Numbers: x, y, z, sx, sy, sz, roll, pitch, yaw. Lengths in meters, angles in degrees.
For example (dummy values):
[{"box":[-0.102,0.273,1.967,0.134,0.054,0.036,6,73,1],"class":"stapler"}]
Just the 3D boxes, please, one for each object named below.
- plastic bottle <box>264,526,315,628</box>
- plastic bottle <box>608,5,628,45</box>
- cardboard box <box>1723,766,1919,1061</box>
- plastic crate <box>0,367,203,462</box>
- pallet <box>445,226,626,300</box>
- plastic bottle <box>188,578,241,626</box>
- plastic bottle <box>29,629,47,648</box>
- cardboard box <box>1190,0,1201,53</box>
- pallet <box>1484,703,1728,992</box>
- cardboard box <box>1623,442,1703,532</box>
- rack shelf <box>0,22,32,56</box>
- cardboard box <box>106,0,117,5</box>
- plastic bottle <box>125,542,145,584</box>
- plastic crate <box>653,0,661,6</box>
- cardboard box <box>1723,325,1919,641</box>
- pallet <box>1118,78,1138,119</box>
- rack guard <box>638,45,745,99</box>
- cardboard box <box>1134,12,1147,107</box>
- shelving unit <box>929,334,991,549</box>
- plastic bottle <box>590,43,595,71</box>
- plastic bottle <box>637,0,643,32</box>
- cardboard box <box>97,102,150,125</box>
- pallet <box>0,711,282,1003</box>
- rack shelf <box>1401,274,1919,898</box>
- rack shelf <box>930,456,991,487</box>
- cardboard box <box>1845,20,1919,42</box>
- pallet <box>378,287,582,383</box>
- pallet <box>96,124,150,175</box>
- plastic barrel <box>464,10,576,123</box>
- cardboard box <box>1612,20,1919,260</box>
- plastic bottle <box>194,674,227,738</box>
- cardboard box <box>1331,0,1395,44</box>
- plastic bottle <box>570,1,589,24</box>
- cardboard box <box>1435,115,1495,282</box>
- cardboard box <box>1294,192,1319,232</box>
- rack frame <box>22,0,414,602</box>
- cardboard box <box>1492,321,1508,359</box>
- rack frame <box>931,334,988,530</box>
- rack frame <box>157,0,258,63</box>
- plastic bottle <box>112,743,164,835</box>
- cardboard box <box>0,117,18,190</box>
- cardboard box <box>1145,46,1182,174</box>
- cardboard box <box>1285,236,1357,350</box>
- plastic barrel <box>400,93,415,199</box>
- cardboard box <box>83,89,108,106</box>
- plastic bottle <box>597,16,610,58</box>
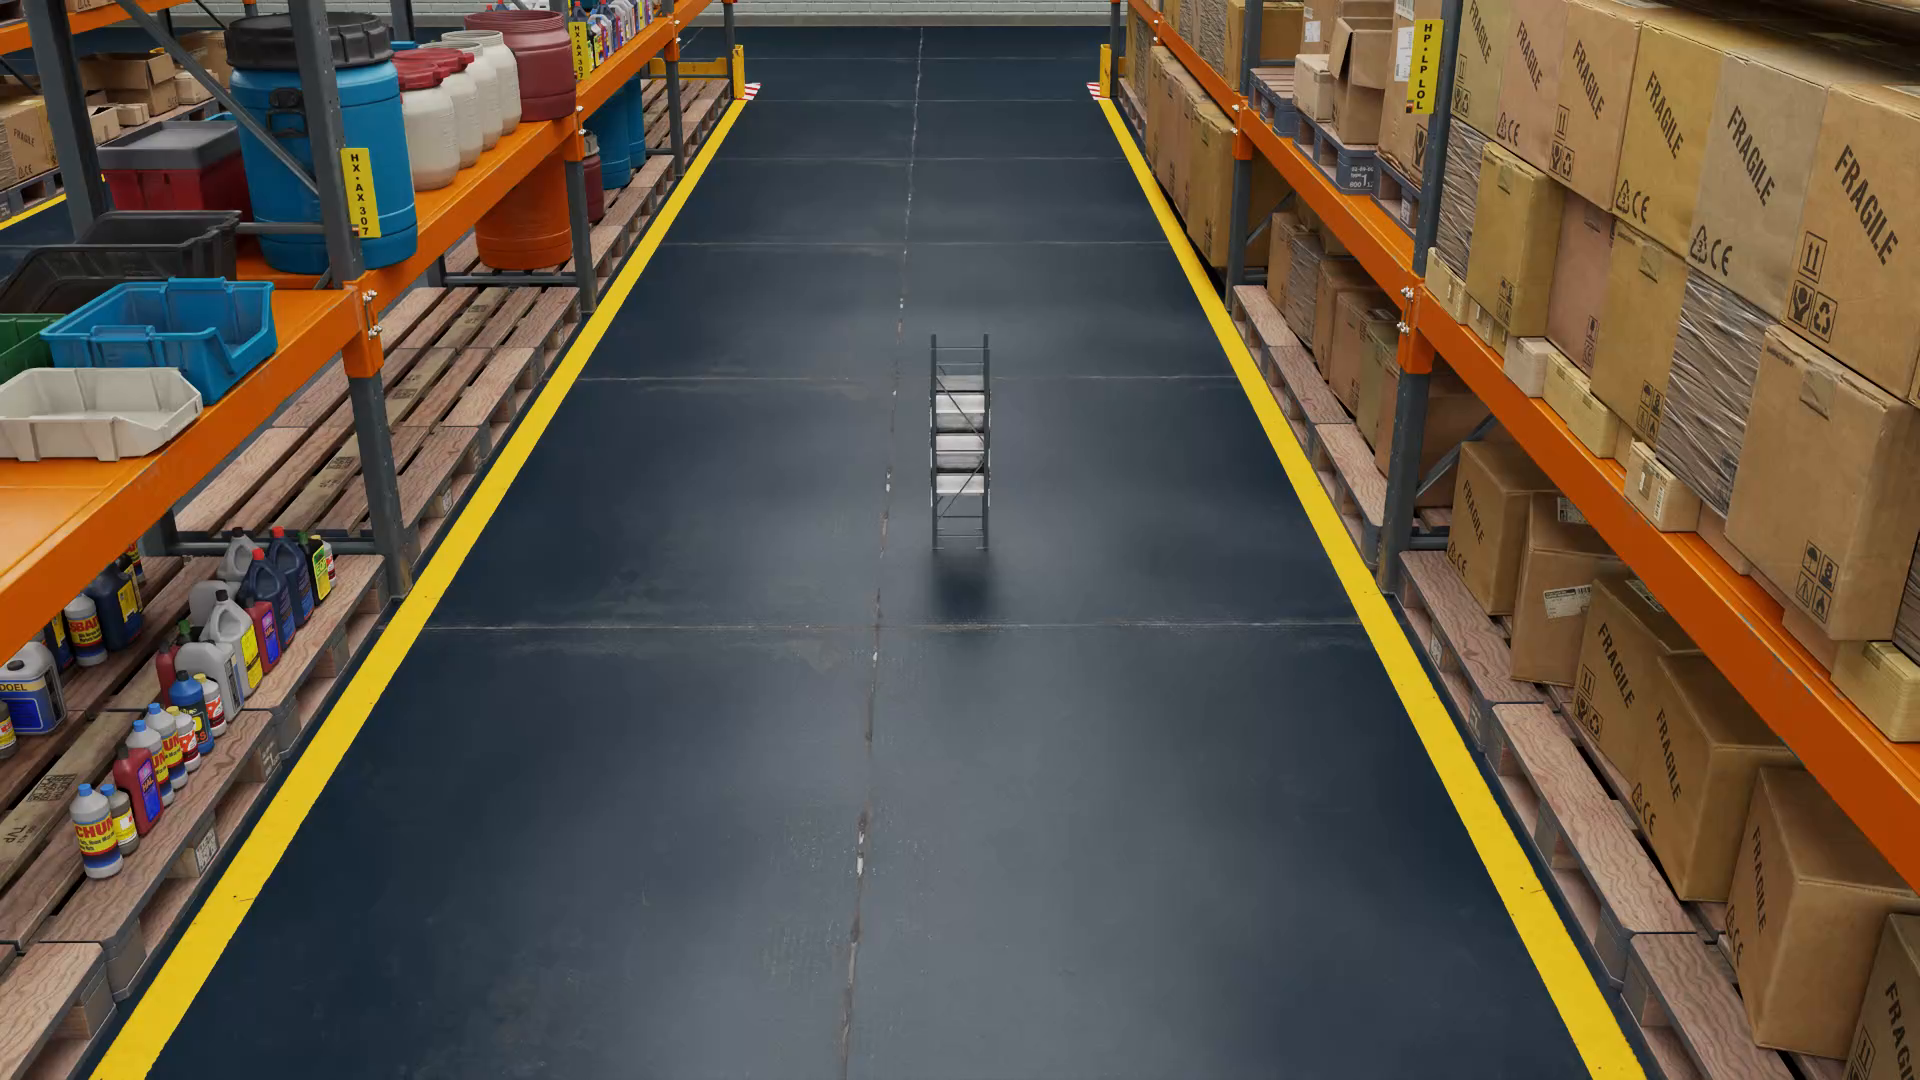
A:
[{"box":[-2.444,0.128,6.008,0.144,0.351,0.185,-1,24,-2],"class":"plastic bottle"},{"box":[-2.486,-3.713,11.969,0.152,0.276,0.135,0,24,-1],"class":"plastic bottle"},{"box":[2.226,0.927,4.084,0.500,0.500,0.500,6,25,13],"class":"cardboard box"},{"box":[-2.469,-0.355,4.714,0.530,0.136,0.437,0,24,-1],"class":"plastic crate"},{"box":[-2.834,-1.845,11.074,1.003,0.211,1.213,0,24,-1],"class":"pallet"},{"box":[-2.590,0.252,5.825,0.152,0.276,0.135,0,24,-1],"class":"plastic bottle"},{"box":[-3.105,0.372,5.563,0.097,0.271,0.097,0,24,0],"class":"plastic bottle"},{"box":[1.903,-3.690,11.648,0.500,0.500,0.500,0,24,0],"class":"cardboard box"},{"box":[2.272,0.886,5.035,1.003,0.211,1.213,0,24,-1],"class":"pallet"},{"box":[1.926,-0.137,4.217,0.380,0.149,0.250,0,24,-1],"class":"cardboard box"},{"box":[-7.758,-3.267,11.706,1.077,0.370,4.000,0,24,-1],"class":"rack shelf"},{"box":[-7.522,-4.886,14.293,0.500,0.500,0.500,0,24,0],"class":"cardboard box"},{"box":[-3.174,0.033,6.314,0.097,0.271,0.097,0,24,0],"class":"plastic bottle"},{"box":[-2.689,-4.539,13.893,0.396,0.136,0.243,0,24,-1],"class":"plastic crate"},{"box":[2.153,-0.130,3.416,0.875,0.500,0.500,0,24,-1],"class":"cardboard box"},{"box":[2.169,-4.510,16.966,1.003,0.211,1.213,0,24,-1],"class":"pallet"},{"box":[-2.884,-4.959,17.607,1.175,0.500,0.348,0,24,-1],"class":"rack guard"},{"box":[2.179,-4.695,16.059,0.875,0.875,0.875,0,24,-1],"class":"cardboard box"},{"box":[0.000,-0.413,7.072,0.258,0.900,0.210,0,24,-1],"class":"shelving unit"},{"box":[-2.445,-3.174,10.869,0.097,0.201,0.097,0,24,0],"class":"plastic bottle"},{"box":[-2.490,-4.040,12.602,0.144,0.351,0.185,0,24,-1],"class":"plastic bottle"},{"box":[-7.588,-3.859,15.046,0.380,0.166,0.250,0,24,-1],"class":"cardboard box"},{"box":[-2.758,0.909,4.985,1.003,0.211,1.213,0,24,-1],"class":"pallet"},{"box":[2.235,-0.013,4.512,1.077,0.370,4.000,0,24,-1],"class":"rack shelf"},{"box":[0.000,-0.301,7.123,0.258,0.077,0.200,0,24,-1],"class":"rack shelf"},{"box":[2.506,-1.000,4.124,0.500,0.500,0.500,0,24,-1],"class":"cardboard box"},{"box":[-2.814,-1.201,9.650,1.003,0.211,1.213,0,24,-1],"class":"pallet"},{"box":[-7.787,-3.431,14.580,1.003,0.211,1.213,0,24,-1],"class":"pallet"},{"box":[-2.475,-2.663,9.334,0.600,0.536,0.708,0,24,-1],"class":"plastic barrel"},{"box":[1.992,-0.997,4.119,0.500,0.500,0.500,0,24,-1],"class":"cardboard box"},{"box":[-2.412,0.523,5.315,0.097,0.201,0.097,0,24,0],"class":"plastic bottle"},{"box":[2.321,-2.598,8.724,0.700,0.500,0.500,3,25,7],"class":"cardboard box"},{"box":[-2.628,-3.530,11.474,0.144,0.351,0.185,0,24,-1],"class":"plastic bottle"},{"box":[2.156,-1.161,5.694,0.875,0.500,0.500,0,24,-1],"class":"cardboard box"},{"box":[2.207,-1.941,9.490,0.500,0.250,0.500,1,24,2],"class":"cardboard box"},{"box":[-2.740,-1.143,6.137,1.000,3.000,0.127,0,24,-1],"class":"rack frame"},{"box":[1.947,-0.652,5.356,0.380,0.149,0.250,0,24,-1],"class":"cardboard box"},{"box":[-0.001,-0.455,7.165,0.240,0.900,0.006,0,24,-1],"class":"rack frame"},{"box":[-7.824,-6.067,17.024,1.000,3.000,0.127,0,24,-1],"class":"rack frame"},{"box":[-2.388,0.701,4.823,0.061,0.283,0.133,0,24,0],"class":"plastic bottle"},{"box":[-7.486,-2.868,12.450,0.500,0.500,0.500,0,24,0],"class":"cardboard box"},{"box":[2.153,-3.421,13.243,1.225,0.875,0.875,0,24,0],"class":"cardboard box"},{"box":[2.216,-1.370,9.140,0.700,0.500,0.500,-2,24,-5],"class":"cardboard box"},{"box":[-2.531,-1.600,6.983,0.433,0.535,0.433,0,24,0],"class":"plastic barrel"},{"box":[-8.078,-3.937,15.043,0.500,0.311,0.500,0,24,-1],"class":"cardboard box"},{"box":[-2.451,-3.436,11.364,0.097,0.271,0.097,0,24,0],"class":"plastic bottle"}]
